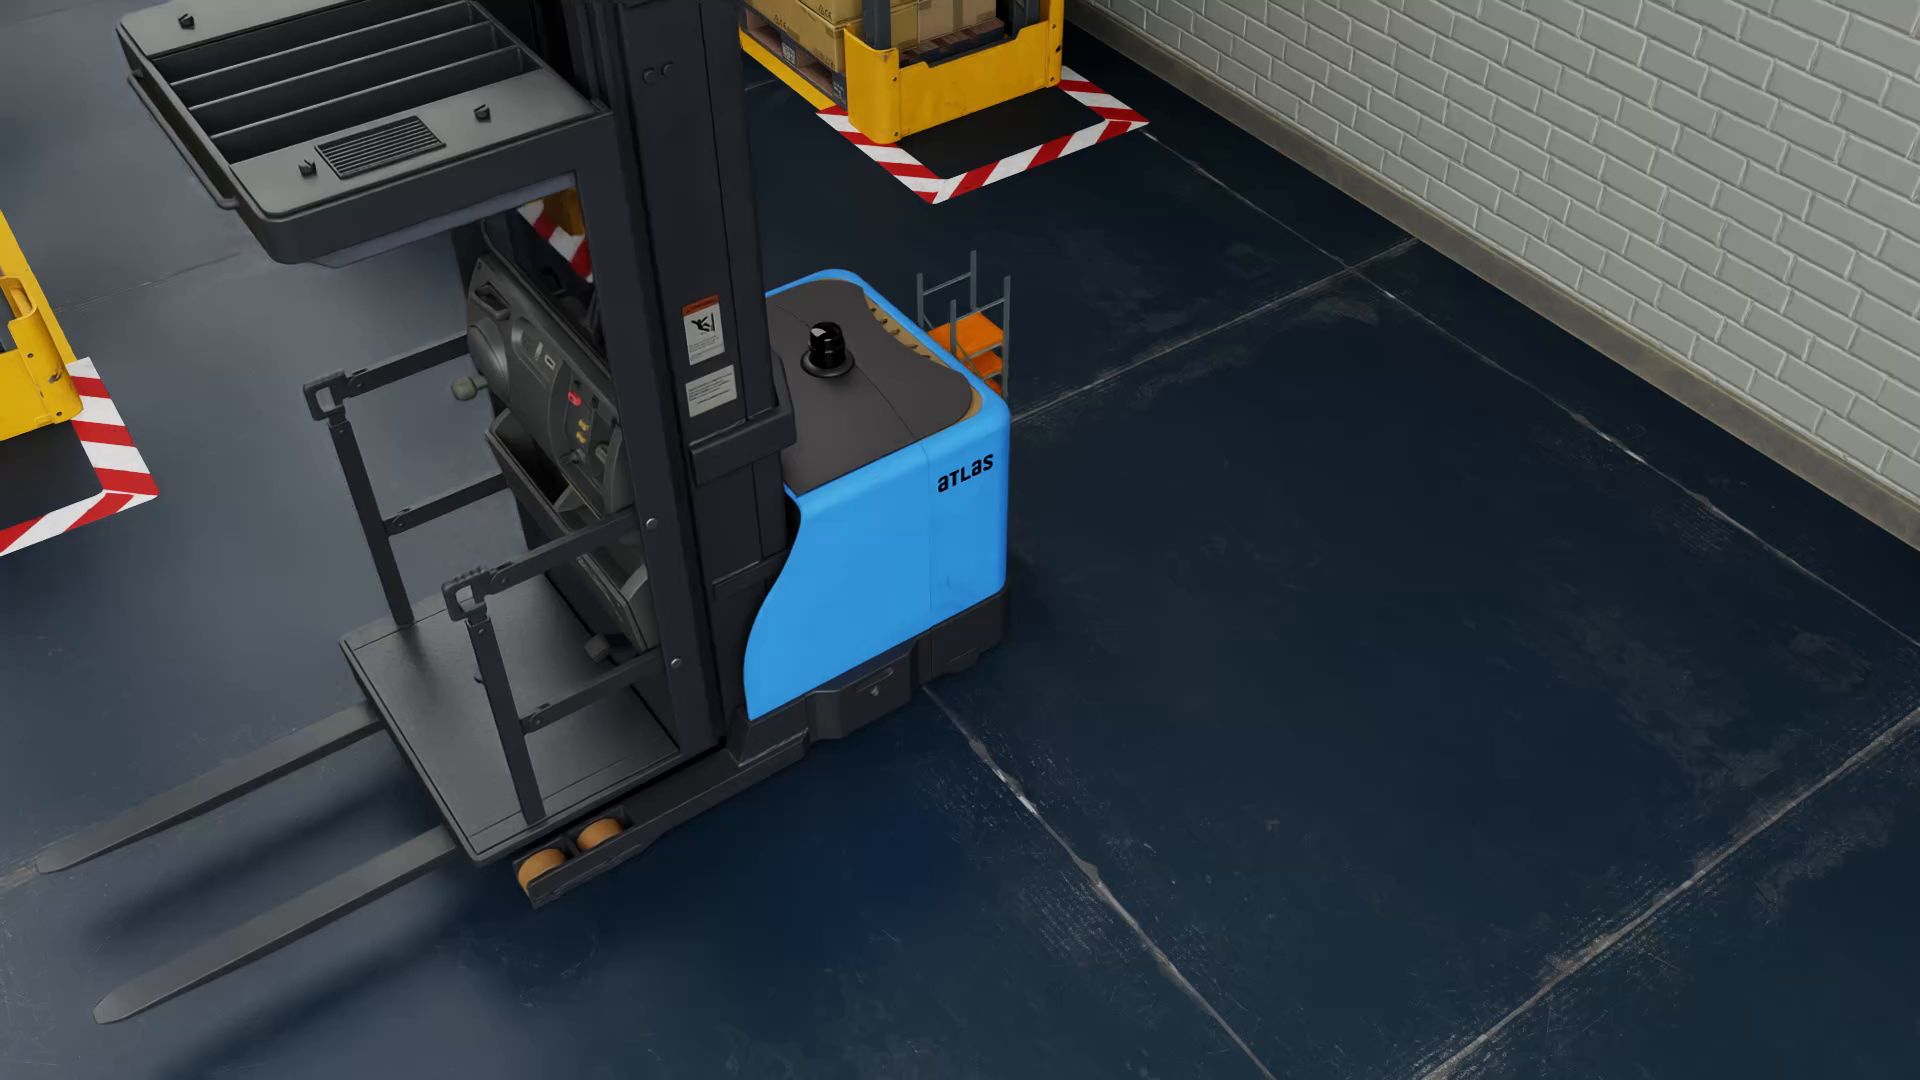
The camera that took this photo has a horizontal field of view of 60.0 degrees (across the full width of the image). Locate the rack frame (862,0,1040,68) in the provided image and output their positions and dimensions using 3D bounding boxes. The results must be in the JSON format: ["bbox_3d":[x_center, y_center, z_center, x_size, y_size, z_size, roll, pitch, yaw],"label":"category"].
[{"bbox_3d":[-0.032,-3.390,7.629,1.000,3.000,0.127,-26,49,-24],"label":"rack frame"}]

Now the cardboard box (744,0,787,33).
[{"bbox_3d":[-0.837,-2.974,8.880,0.500,0.250,0.500,-26,49,-24],"label":"cardboard box"}]

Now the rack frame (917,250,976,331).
[{"bbox_3d":[-0.043,-0.479,5.882,0.240,1.200,0.006,-27,50,-25],"label":"rack frame"}]

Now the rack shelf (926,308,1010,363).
[{"bbox_3d":[0.011,-0.656,5.610,0.258,0.103,0.180,-27,50,-25],"label":"rack shelf"}]

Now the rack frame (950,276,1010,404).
[{"bbox_3d":[0.066,-0.377,5.776,0.240,1.200,0.006,-27,50,-25],"label":"rack frame"}]

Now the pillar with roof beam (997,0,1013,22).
[{"bbox_3d":[-3.222,-4.610,4.562,9.100,9.000,0.400,-26,49,-24],"label":"pillar with roof beam"}]

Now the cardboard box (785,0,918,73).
[{"bbox_3d":[-0.560,-2.689,8.581,0.500,0.250,0.500,-25,49,-24],"label":"cardboard box"}]

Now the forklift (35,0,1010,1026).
[{"bbox_3d":[-1.322,-0.371,4.516,3.031,2.935,1.130,-26,50,-25],"label":"forklift"}]

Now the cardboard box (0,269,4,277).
[{"bbox_3d":[-4.336,-1.151,6.970,0.500,0.250,0.500,-26,49,-25],"label":"cardboard box"}]

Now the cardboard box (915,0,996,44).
[{"bbox_3d":[-0.153,-2.903,8.806,0.500,0.250,0.500,-26,49,-24],"label":"cardboard box"}]

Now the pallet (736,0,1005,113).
[{"bbox_3d":[-0.504,-2.798,9.028,1.003,0.211,1.213,-26,49,-24],"label":"pallet"}]

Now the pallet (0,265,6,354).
[{"bbox_3d":[-4.581,-0.936,7.077,1.003,0.211,1.213,-26,49,-24],"label":"pallet"}]

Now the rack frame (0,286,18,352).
[{"bbox_3d":[-4.101,-1.427,5.573,1.000,3.000,0.127,-26,49,-24],"label":"rack frame"}]

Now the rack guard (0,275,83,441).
[{"bbox_3d":[-4.145,-0.566,6.481,1.175,0.500,0.348,-26,49,-24],"label":"rack guard"}]

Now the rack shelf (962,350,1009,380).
[{"bbox_3d":[0.011,-0.569,5.693,0.258,0.103,0.180,-27,50,-25],"label":"rack shelf"}]

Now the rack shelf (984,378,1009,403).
[{"bbox_3d":[0.011,-0.482,5.776,0.258,0.103,0.180,-27,50,-25],"label":"rack shelf"}]

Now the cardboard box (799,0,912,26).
[{"bbox_3d":[-0.567,-2.880,8.420,0.500,0.250,0.500,-26,50,-25],"label":"cardboard box"}]

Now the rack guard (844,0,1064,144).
[{"bbox_3d":[-0.018,-2.472,8.478,1.175,0.500,0.348,-26,49,-24],"label":"rack guard"}]

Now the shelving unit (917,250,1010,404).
[{"bbox_3d":[0.012,-0.428,5.829,0.258,1.200,0.189,-27,50,-25],"label":"shelving unit"}]
